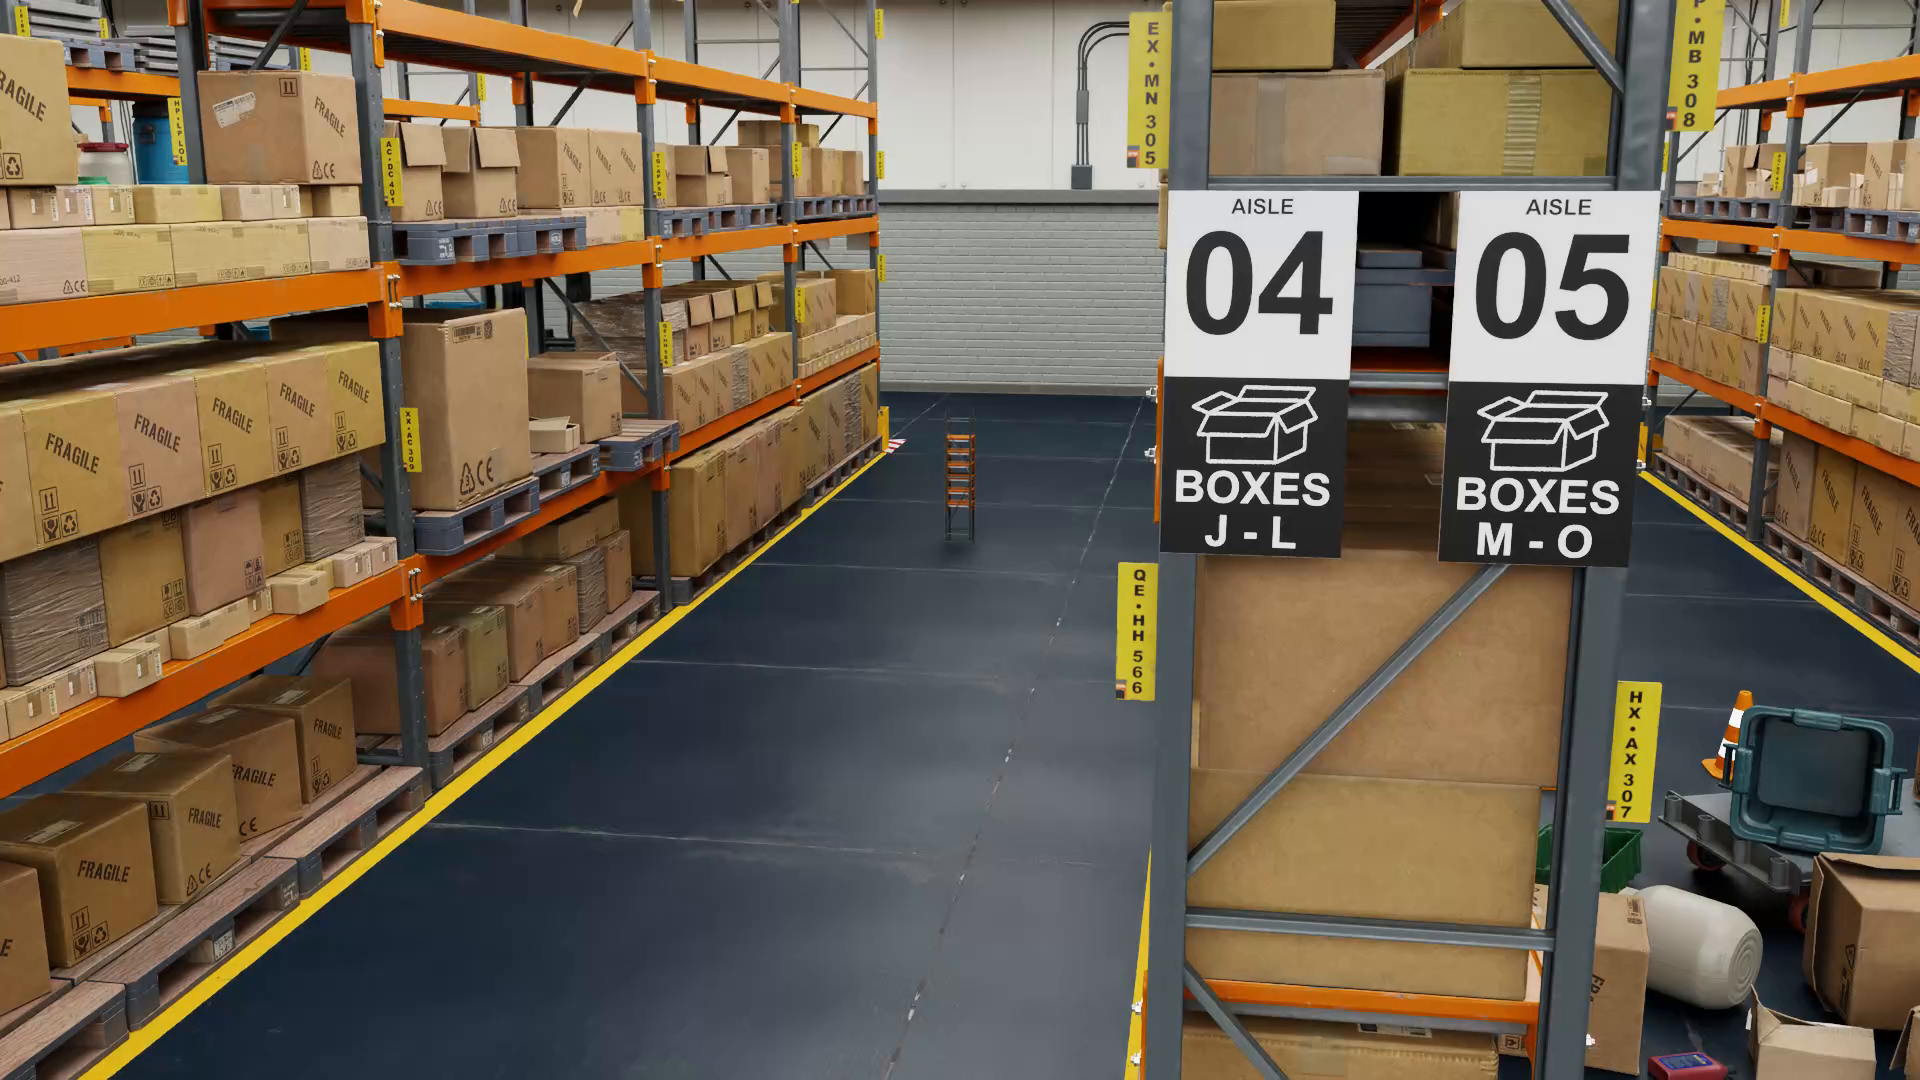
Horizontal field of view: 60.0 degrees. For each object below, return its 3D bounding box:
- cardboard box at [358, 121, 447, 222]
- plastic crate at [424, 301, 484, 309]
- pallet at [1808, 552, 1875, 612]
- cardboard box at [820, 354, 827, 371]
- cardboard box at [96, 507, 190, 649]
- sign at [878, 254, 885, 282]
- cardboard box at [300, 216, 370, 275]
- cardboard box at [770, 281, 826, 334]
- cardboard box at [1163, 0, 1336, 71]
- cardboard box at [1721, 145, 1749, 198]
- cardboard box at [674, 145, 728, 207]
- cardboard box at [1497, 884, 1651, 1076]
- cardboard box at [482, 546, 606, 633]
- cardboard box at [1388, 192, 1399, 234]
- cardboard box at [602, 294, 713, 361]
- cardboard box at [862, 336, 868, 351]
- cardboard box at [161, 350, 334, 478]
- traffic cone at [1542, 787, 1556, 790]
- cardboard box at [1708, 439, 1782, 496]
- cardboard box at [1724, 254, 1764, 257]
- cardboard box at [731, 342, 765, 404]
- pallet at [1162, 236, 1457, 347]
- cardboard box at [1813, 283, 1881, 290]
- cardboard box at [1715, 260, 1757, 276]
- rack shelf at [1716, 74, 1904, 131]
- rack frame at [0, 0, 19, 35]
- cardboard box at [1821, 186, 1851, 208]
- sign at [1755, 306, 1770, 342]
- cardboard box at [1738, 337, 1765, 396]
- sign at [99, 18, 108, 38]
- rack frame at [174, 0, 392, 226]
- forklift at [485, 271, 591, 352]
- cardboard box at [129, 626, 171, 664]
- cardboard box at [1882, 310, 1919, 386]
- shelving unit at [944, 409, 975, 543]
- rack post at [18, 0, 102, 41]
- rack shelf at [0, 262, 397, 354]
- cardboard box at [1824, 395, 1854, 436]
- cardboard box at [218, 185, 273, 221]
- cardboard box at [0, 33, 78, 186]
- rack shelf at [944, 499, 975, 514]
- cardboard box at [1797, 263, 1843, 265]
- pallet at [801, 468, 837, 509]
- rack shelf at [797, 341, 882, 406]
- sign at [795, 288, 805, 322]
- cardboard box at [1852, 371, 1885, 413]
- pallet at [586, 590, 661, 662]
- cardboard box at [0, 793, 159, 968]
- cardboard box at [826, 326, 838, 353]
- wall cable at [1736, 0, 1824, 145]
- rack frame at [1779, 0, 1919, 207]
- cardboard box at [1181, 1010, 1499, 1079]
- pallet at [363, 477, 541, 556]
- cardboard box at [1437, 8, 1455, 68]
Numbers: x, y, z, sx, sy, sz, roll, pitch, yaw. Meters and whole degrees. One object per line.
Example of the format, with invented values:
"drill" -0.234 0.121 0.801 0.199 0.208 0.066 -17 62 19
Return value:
"cardboard box" -3.154 -1.916 8.660 0.797 0.503 0.637 1 12 6
"plastic crate" -6.240 -2.729 20.566 0.616 0.435 0.499 2 12 9
"pallet" 7.469 0.337 13.185 1.003 0.211 1.213 2 12 9
"cardboard box" -1.601 -1.857 17.344 0.380 0.149 0.250 2 12 7
"cardboard box" -3.661 0.111 6.672 0.875 0.500 0.500 2 12 9
"sign" -0.945 -3.259 19.941 0.100 0.325 0.005 2 12 9
"cardboard box" -3.136 -1.389 7.812 0.500 0.250 0.500 2 12 11
"cardboard box" -1.684 -2.397 17.123 0.500 0.500 0.500 2 12 9
"cardboard box" 0.662 -1.154 3.833 0.380 0.149 0.250 2 12 9
"cardboard box" 7.855 -3.631 16.387 0.500 0.500 0.500 2 12 10
"cardboard box" -2.416 -3.080 14.061 0.797 0.503 0.637 2 12 8
"cardboard box" 2.336 1.659 6.358 0.500 0.500 0.500 4 13 18
"cardboard box" -2.865 0.331 11.485 0.700 0.500 0.500 1 12 4
"cardboard box" 1.510 -1.007 5.042 0.380 0.149 0.250 2 12 8
"cardboard box" -2.478 -1.759 13.672 0.797 0.503 0.637 2 12 10
"cardboard box" -1.286 -2.283 19.321 0.380 0.149 0.250 2 12 9
"cardboard box" -3.197 -0.576 7.485 0.500 0.500 0.500 2 12 9
"traffic cone" 3.259 1.092 9.084 0.336 0.463 0.334 2 12 9
"cardboard box" 8.038 -0.710 16.510 0.875 0.438 0.875 2 12 7
"cardboard box" 8.441 -2.996 17.883 0.380 0.149 0.250 2 12 10
"cardboard box" -2.052 -1.496 14.833 0.500 0.500 0.500 2 12 8
"pallet" 1.050 -0.663 4.296 1.003 0.211 1.213 2 12 9
"cardboard box" 8.011 -2.073 15.137 0.500 0.500 0.500 2 12 9
"cardboard box" 7.713 -2.689 16.456 0.380 0.149 0.250 2 12 9
"rack shelf" 8.006 -4.246 16.247 1.077 0.370 4.000 2 12 9
"rack frame" -7.603 -4.025 12.568 1.000 3.000 0.127 2 12 9
"cardboard box" 7.158 -2.749 13.324 0.380 0.166 0.250 1 12 5
"sign" 7.150 -1.923 14.812 0.100 0.325 0.005 2 12 9
"cardboard box" 7.517 -1.597 15.305 0.500 0.500 0.500 2 12 9
"sign" -10.721 -6.364 20.826 0.100 0.325 0.005 2 12 9
"rack frame" -3.324 -3.032 7.960 1.000 3.000 0.127 2 12 9
"forklift" -4.432 -1.902 17.117 1.130 2.935 3.031 2 12 10
"cardboard box" -3.426 0.439 6.690 0.380 0.149 0.250 2 12 9
"cardboard box" 6.975 -1.372 11.885 0.500 0.500 0.500 2 12 10
"shelving unit" -0.002 -0.584 15.110 0.258 1.200 0.189 2 12 9
"rack post" -7.532 -4.141 13.282 0.954 0.300 0.937 2 12 9
"rack shelf" -3.632 -0.798 6.420 1.077 0.370 4.000 2 12 9
"cardboard box" 7.111 -0.970 12.986 0.500 0.250 0.500 2 12 8
"cardboard box" -3.190 -1.444 7.122 0.380 0.149 0.250 1 12 7
"cardboard box" -3.444 -1.472 5.711 0.500 0.500 0.500 2 12 8
"rack shelf" -0.002 -0.305 15.170 0.258 0.103 0.180 2 12 9
"cardboard box" 8.193 -2.568 15.897 0.380 0.149 0.250 2 12 7
"pallet" -1.900 -0.557 17.336 1.003 0.211 1.213 2 12 9
"rack shelf" -1.786 -1.830 18.327 1.077 0.370 4.000 2 12 9
"sign" -1.556 -2.277 16.133 0.100 0.325 0.005 2 12 9
"cardboard box" 7.040 -1.105 12.428 0.500 0.250 0.500 2 12 7
"pallet" -2.831 0.594 11.995 1.003 0.211 1.213 2 12 9
"cardboard box" -3.654 1.365 6.732 0.500 0.500 0.500 3 13 14
"cardboard box" -1.607 -2.138 17.699 0.500 0.250 0.500 2 12 10
"wall cable" 12.399 -6.298 23.023 2.988 3.039 0.133 2 12 9
"rack frame" 7.698 -4.376 14.197 1.000 3.000 0.127 2 12 9
"cardboard box" 0.985 1.605 4.729 0.875 0.875 0.875 2 12 9
"pallet" -3.063 -0.160 9.328 1.003 0.211 1.213 2 12 9
"cardboard box" 1.351 -1.184 3.973 0.380 0.149 0.250 2 12 9
